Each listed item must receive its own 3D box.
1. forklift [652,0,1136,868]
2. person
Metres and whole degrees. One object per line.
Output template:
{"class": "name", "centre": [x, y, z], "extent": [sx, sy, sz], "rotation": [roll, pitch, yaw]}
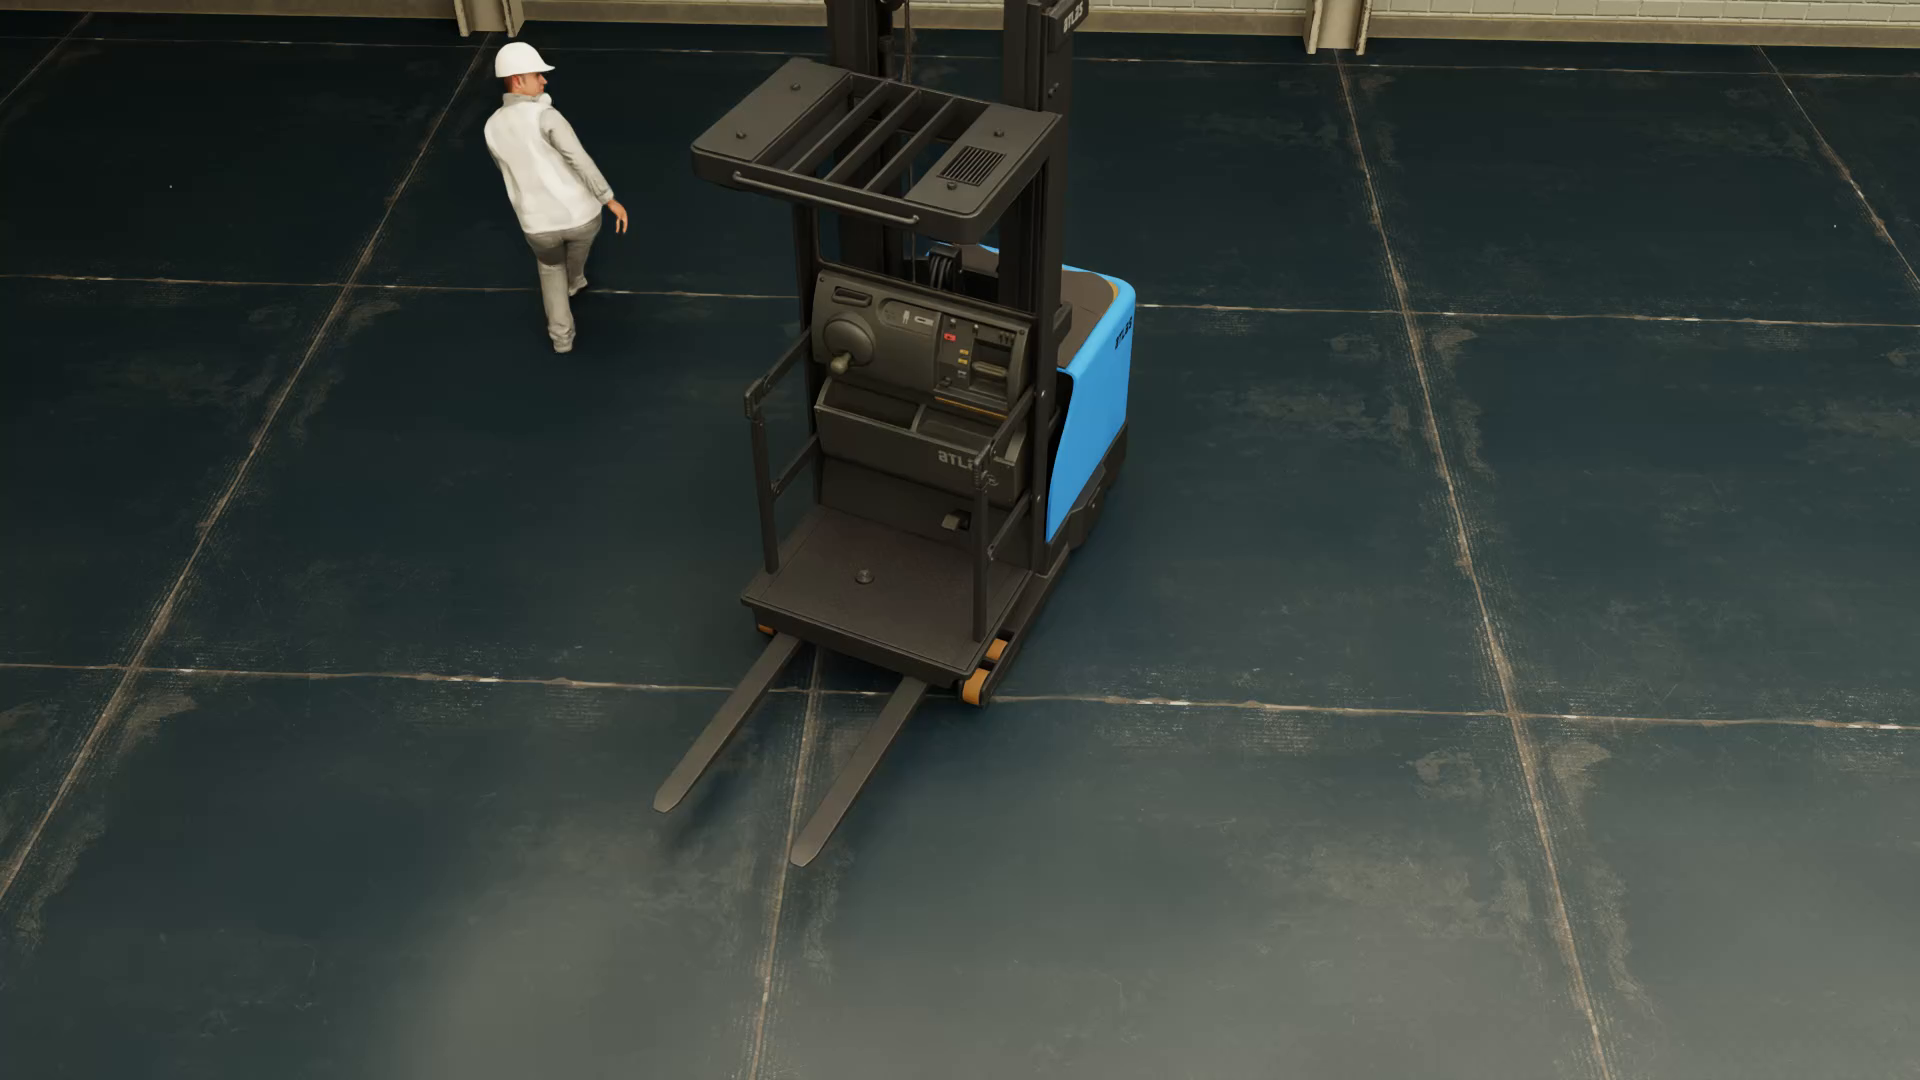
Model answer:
{"class": "forklift", "centre": [-0.257, -0.709, 6.519], "extent": [1.130, 2.935, 3.031], "rotation": [17, 45, 18]}
{"class": "person", "centre": [-2.060, -1.838, 8.749], "extent": [0.748, 1.614, 0.763], "rotation": [1, 42, 1]}
